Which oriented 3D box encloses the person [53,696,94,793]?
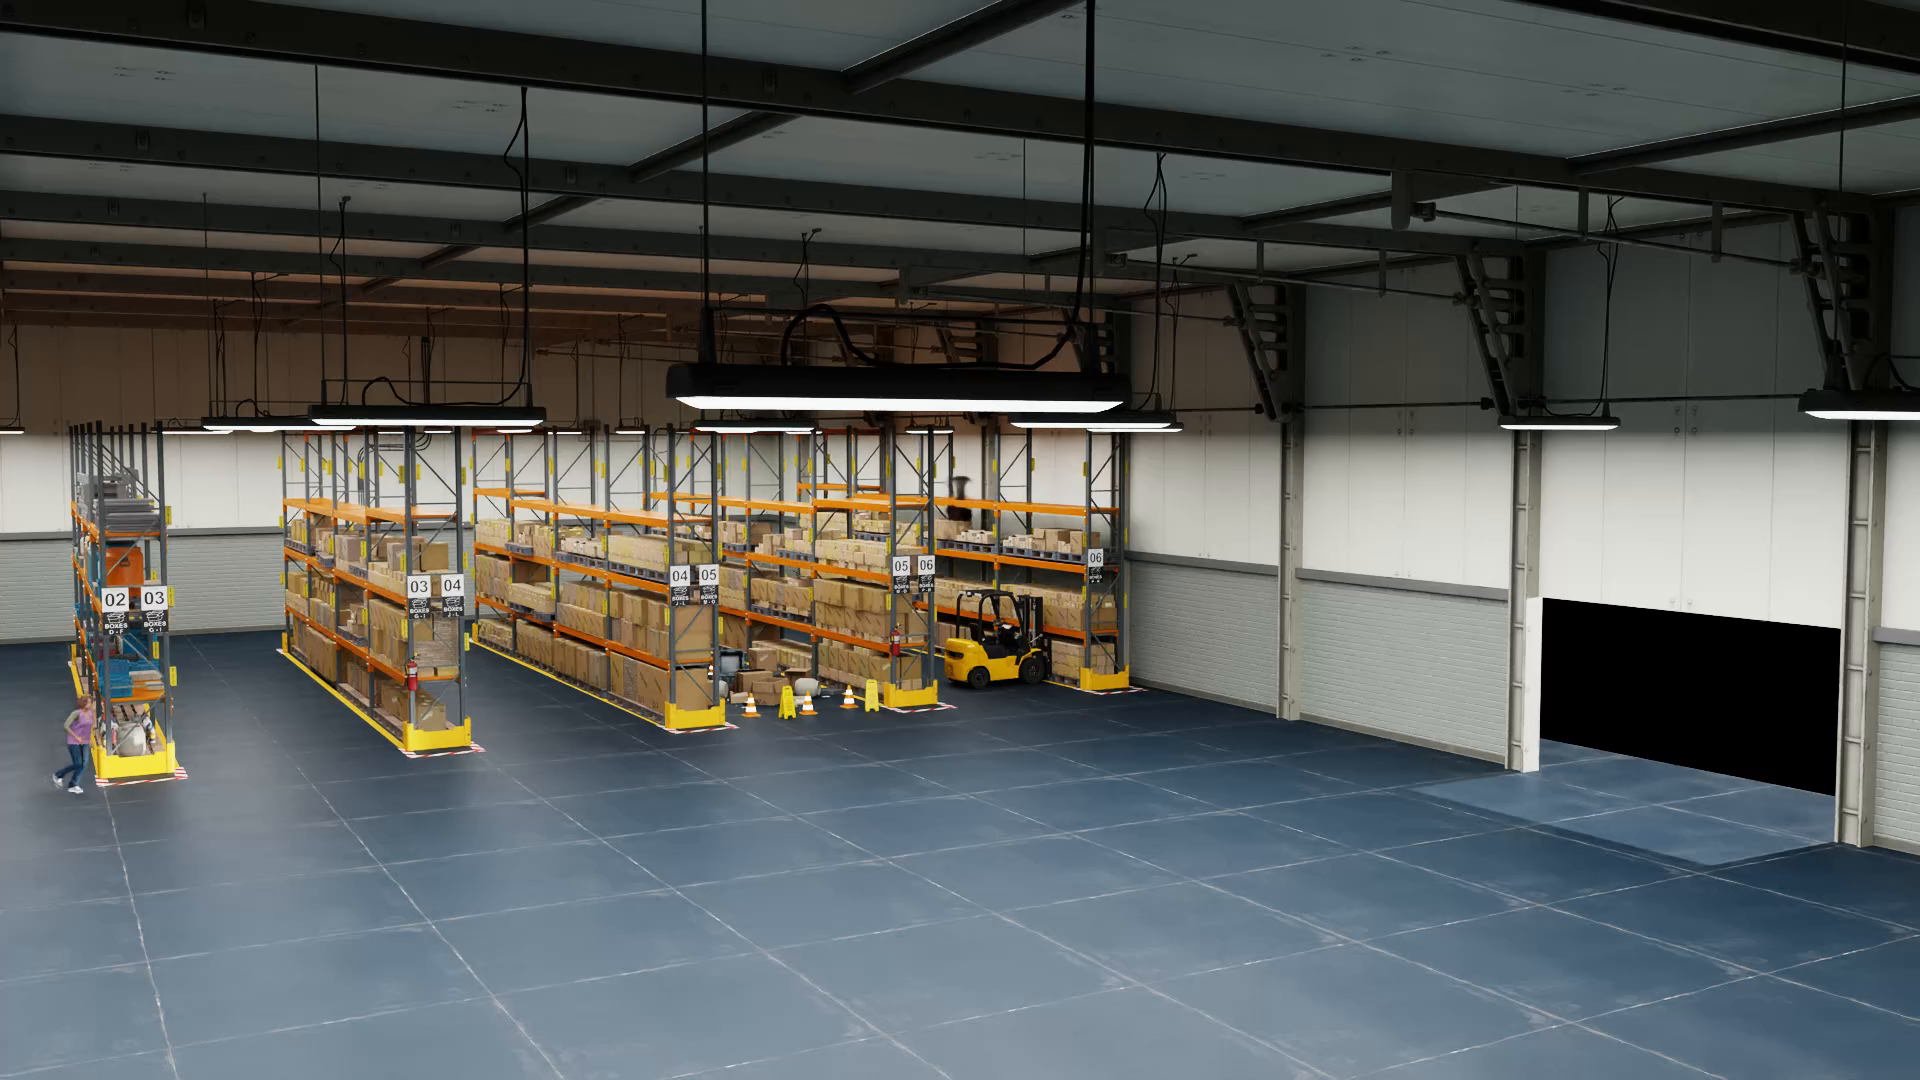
[{"bbox_3d":[-14.311,3.295,26.928,0.589,1.556,0.565,1,4,19],"label":"person"}]
